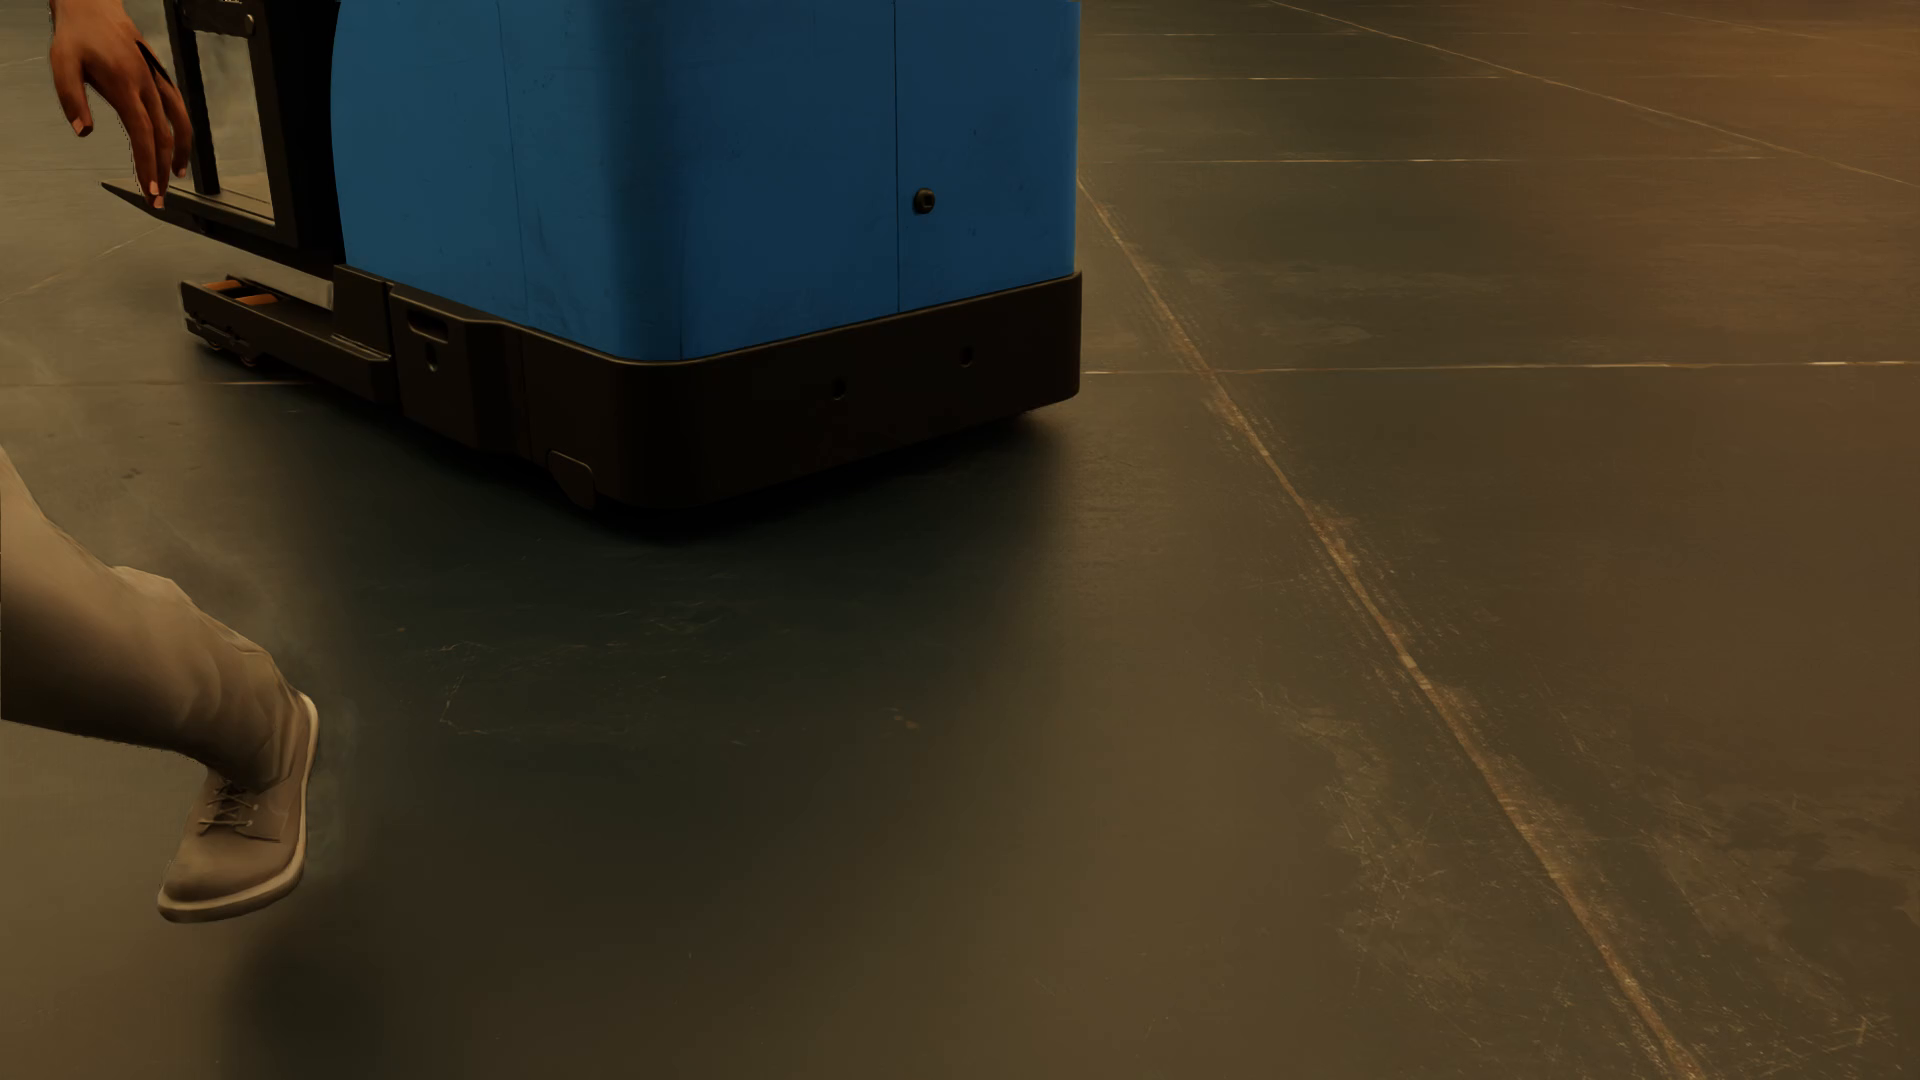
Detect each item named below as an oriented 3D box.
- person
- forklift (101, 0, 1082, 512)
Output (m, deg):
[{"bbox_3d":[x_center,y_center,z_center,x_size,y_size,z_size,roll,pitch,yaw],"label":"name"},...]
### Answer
[{"bbox_3d":[-1.097,-0.152,1.171,1.112,1.569,0.500,-9,23,-23],"label":"person"},{"bbox_3d":[-1.147,-1.862,3.468,1.130,2.935,3.031,-19,29,-40],"label":"forklift"}]
